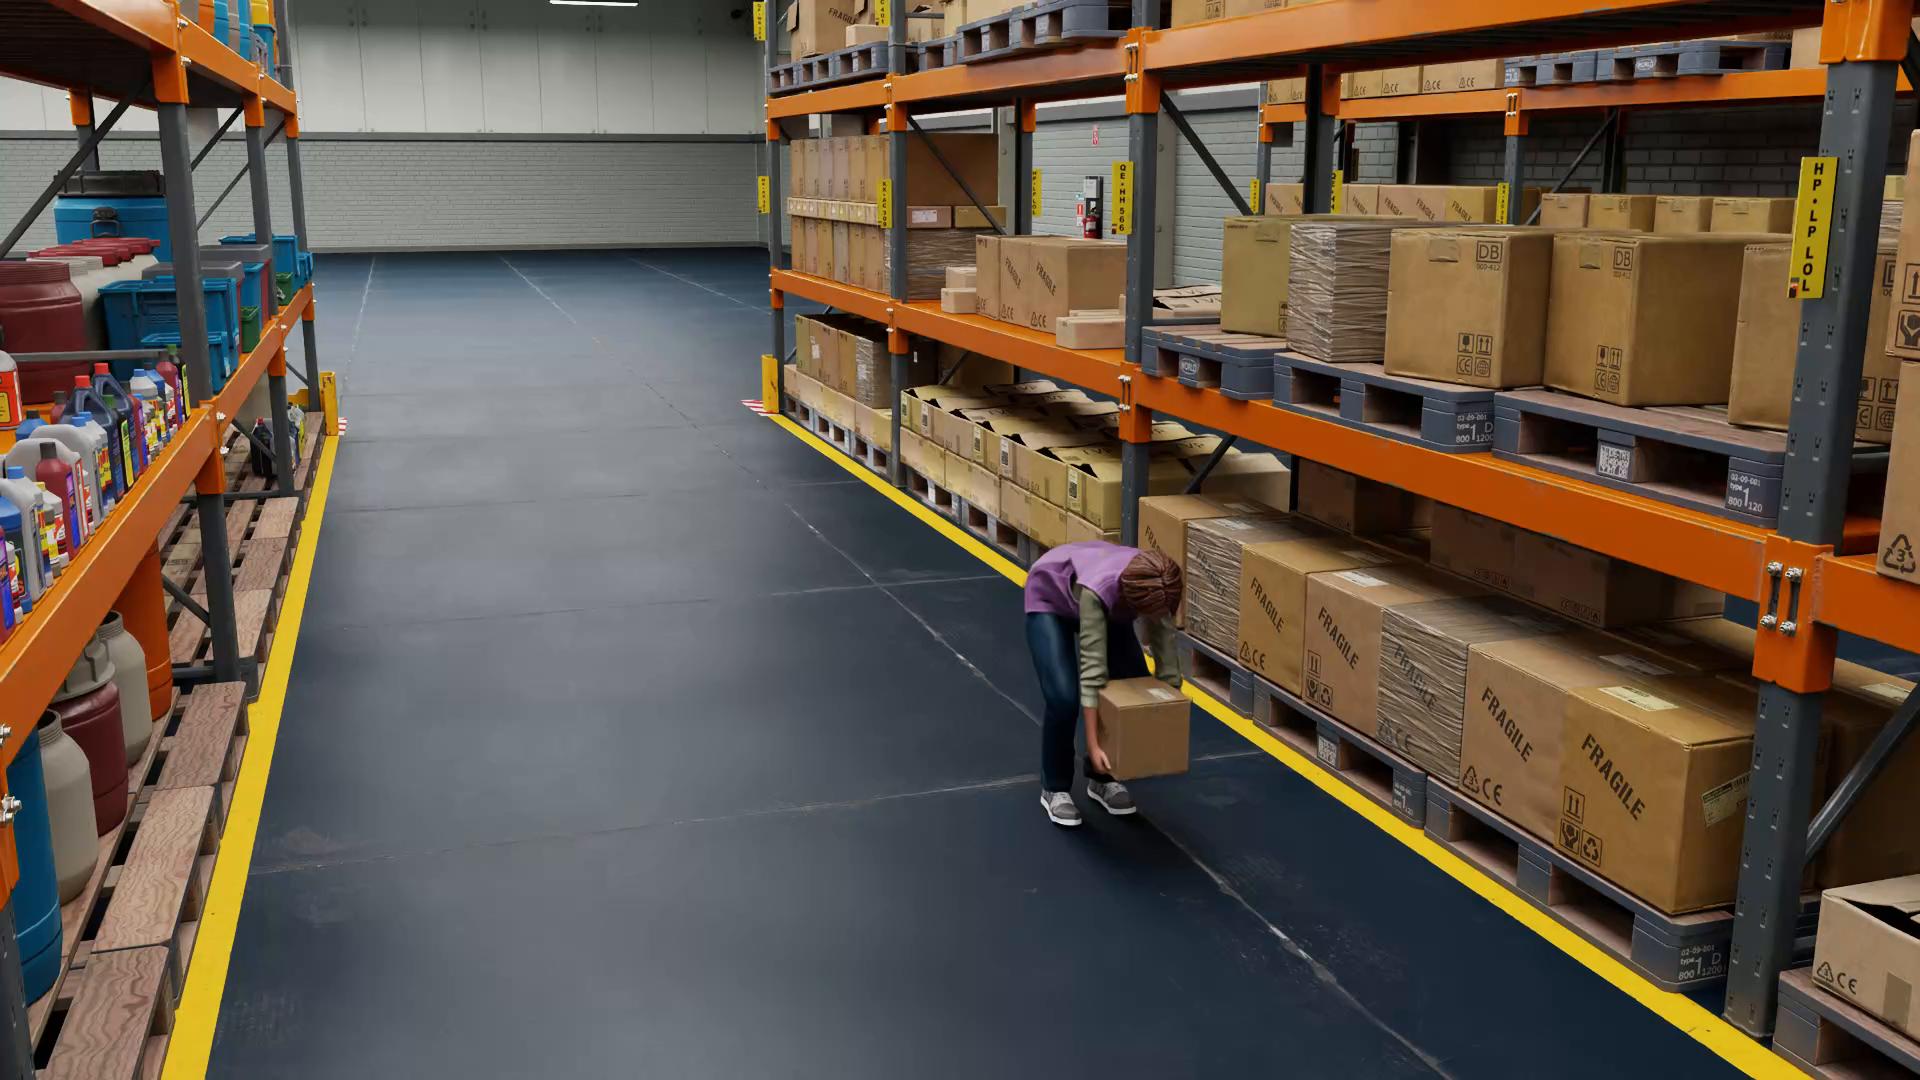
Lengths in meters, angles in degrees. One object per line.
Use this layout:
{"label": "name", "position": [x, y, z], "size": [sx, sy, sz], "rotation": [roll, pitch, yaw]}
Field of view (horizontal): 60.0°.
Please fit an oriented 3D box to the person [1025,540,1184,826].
{"label": "person", "position": [0.496, 0.484, 5.626], "size": [0.410, 1.036, 0.855], "rotation": [-5, 14, -21]}
